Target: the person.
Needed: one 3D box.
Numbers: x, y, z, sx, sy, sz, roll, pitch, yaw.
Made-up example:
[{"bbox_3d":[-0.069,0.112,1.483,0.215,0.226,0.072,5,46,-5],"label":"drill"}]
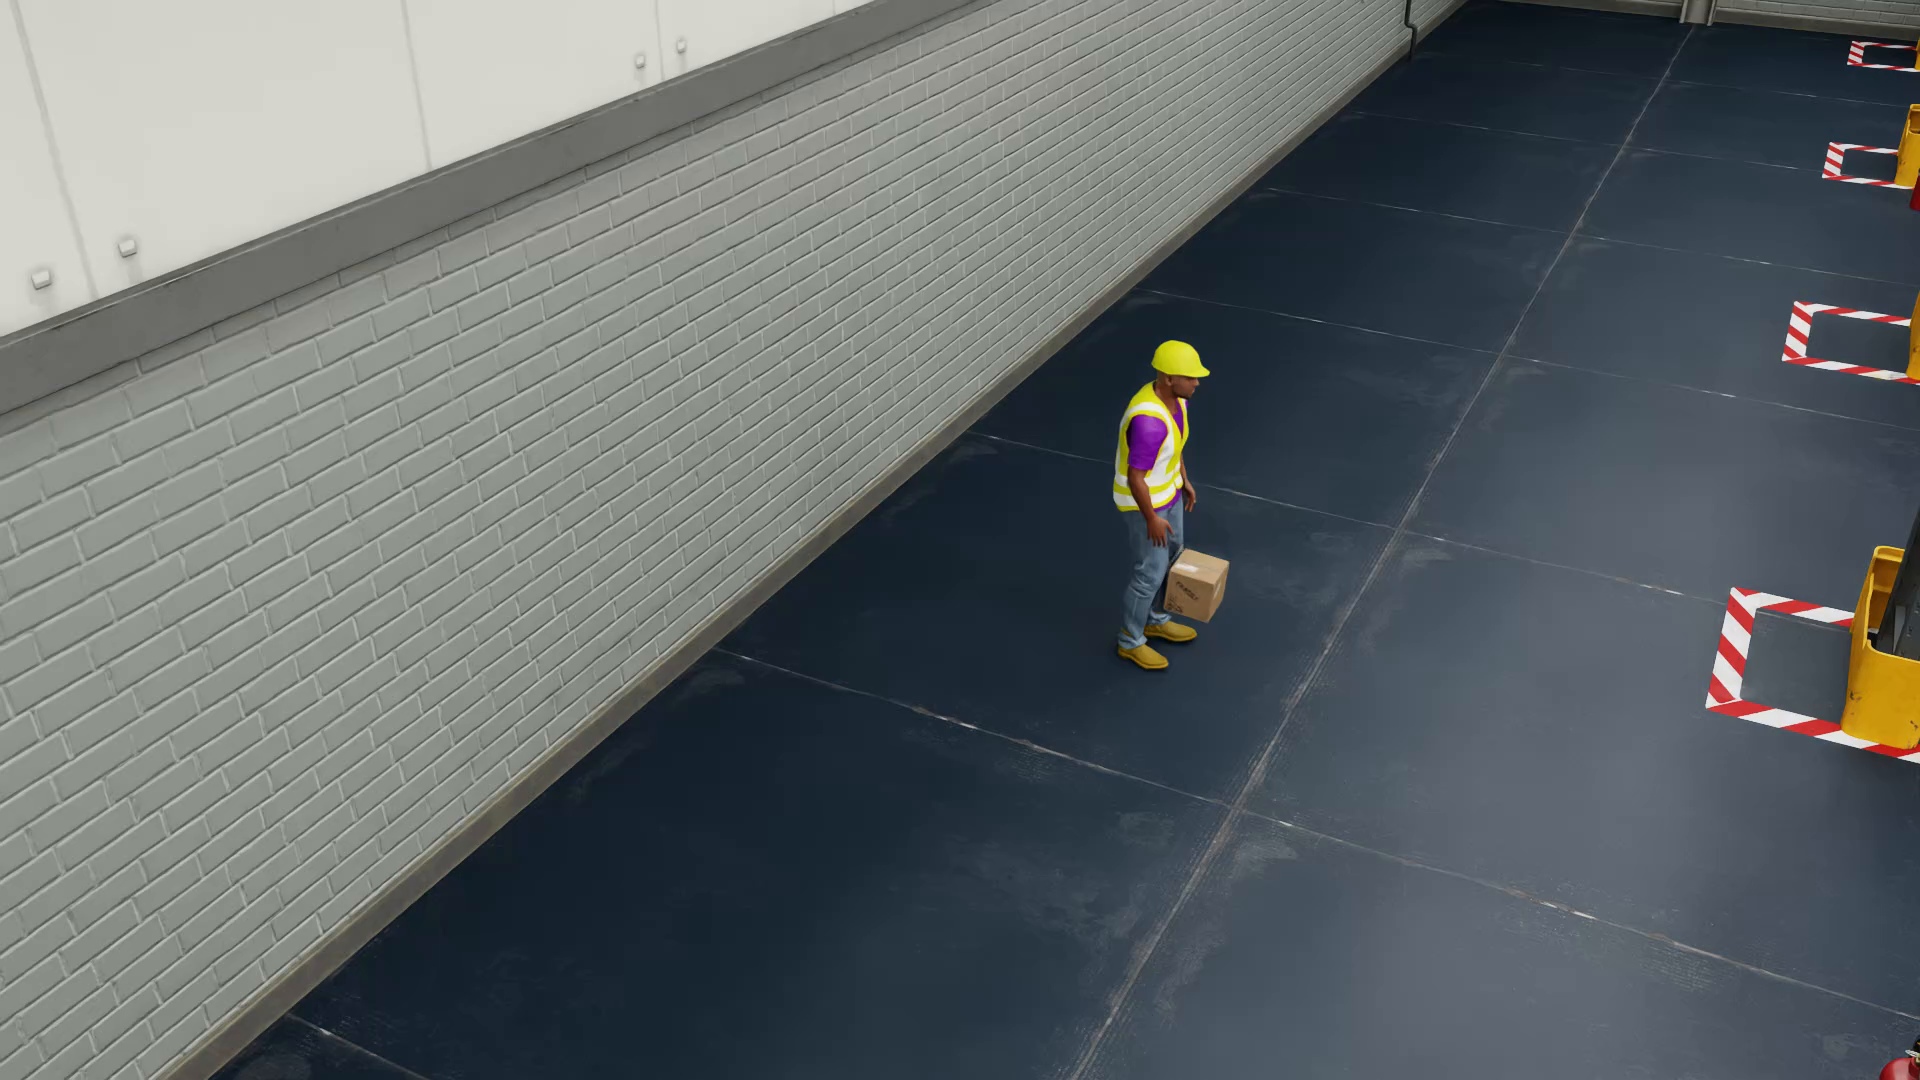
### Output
[{"bbox_3d":[1.033,-0.211,8.638,0.457,1.764,0.595,13,32,22],"label":"person"}]
